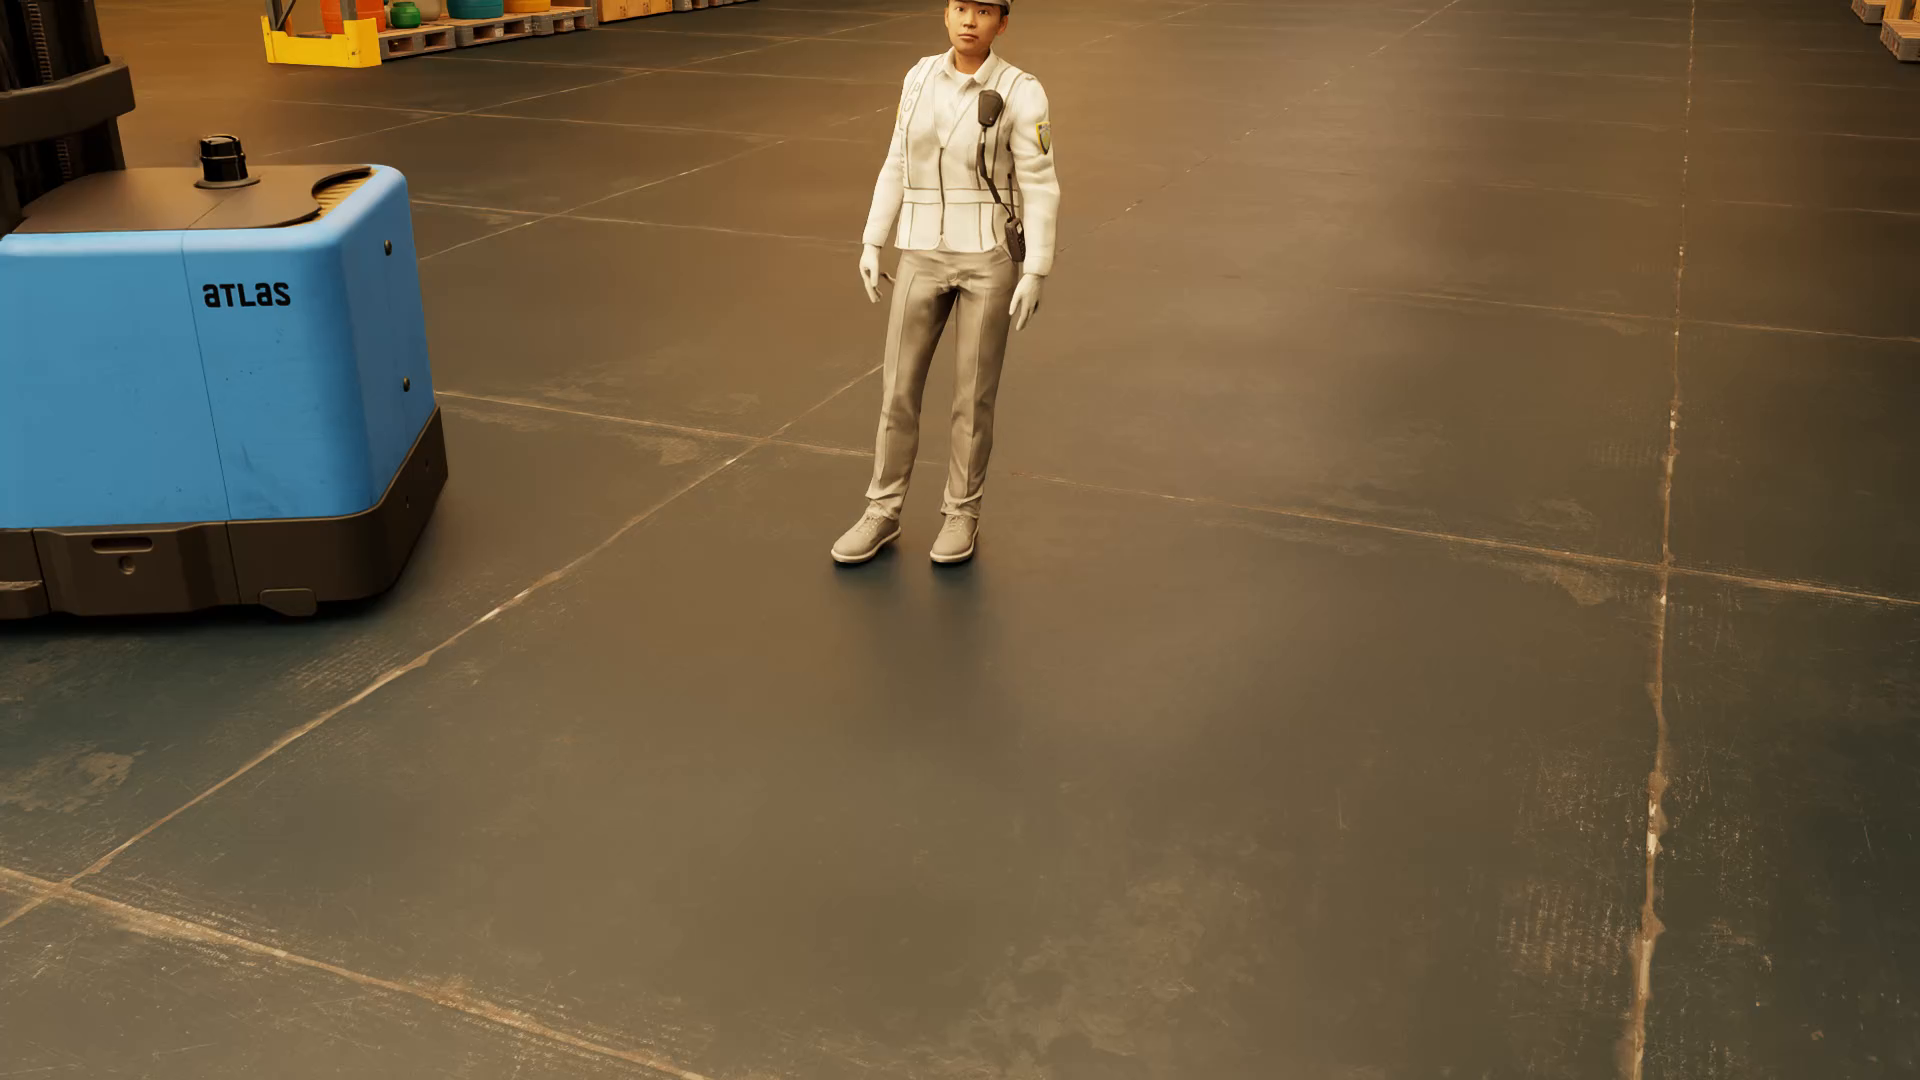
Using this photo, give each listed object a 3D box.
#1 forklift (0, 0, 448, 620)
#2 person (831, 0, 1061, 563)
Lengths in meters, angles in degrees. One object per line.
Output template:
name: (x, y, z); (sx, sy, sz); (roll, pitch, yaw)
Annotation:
forklift: (-3.123, -1.267, 4.324); (3.031, 2.935, 1.130); (-2, 23, -5)
person: (-0.032, -0.765, 4.708); (0.587, 1.696, 0.534); (9, 24, 21)
